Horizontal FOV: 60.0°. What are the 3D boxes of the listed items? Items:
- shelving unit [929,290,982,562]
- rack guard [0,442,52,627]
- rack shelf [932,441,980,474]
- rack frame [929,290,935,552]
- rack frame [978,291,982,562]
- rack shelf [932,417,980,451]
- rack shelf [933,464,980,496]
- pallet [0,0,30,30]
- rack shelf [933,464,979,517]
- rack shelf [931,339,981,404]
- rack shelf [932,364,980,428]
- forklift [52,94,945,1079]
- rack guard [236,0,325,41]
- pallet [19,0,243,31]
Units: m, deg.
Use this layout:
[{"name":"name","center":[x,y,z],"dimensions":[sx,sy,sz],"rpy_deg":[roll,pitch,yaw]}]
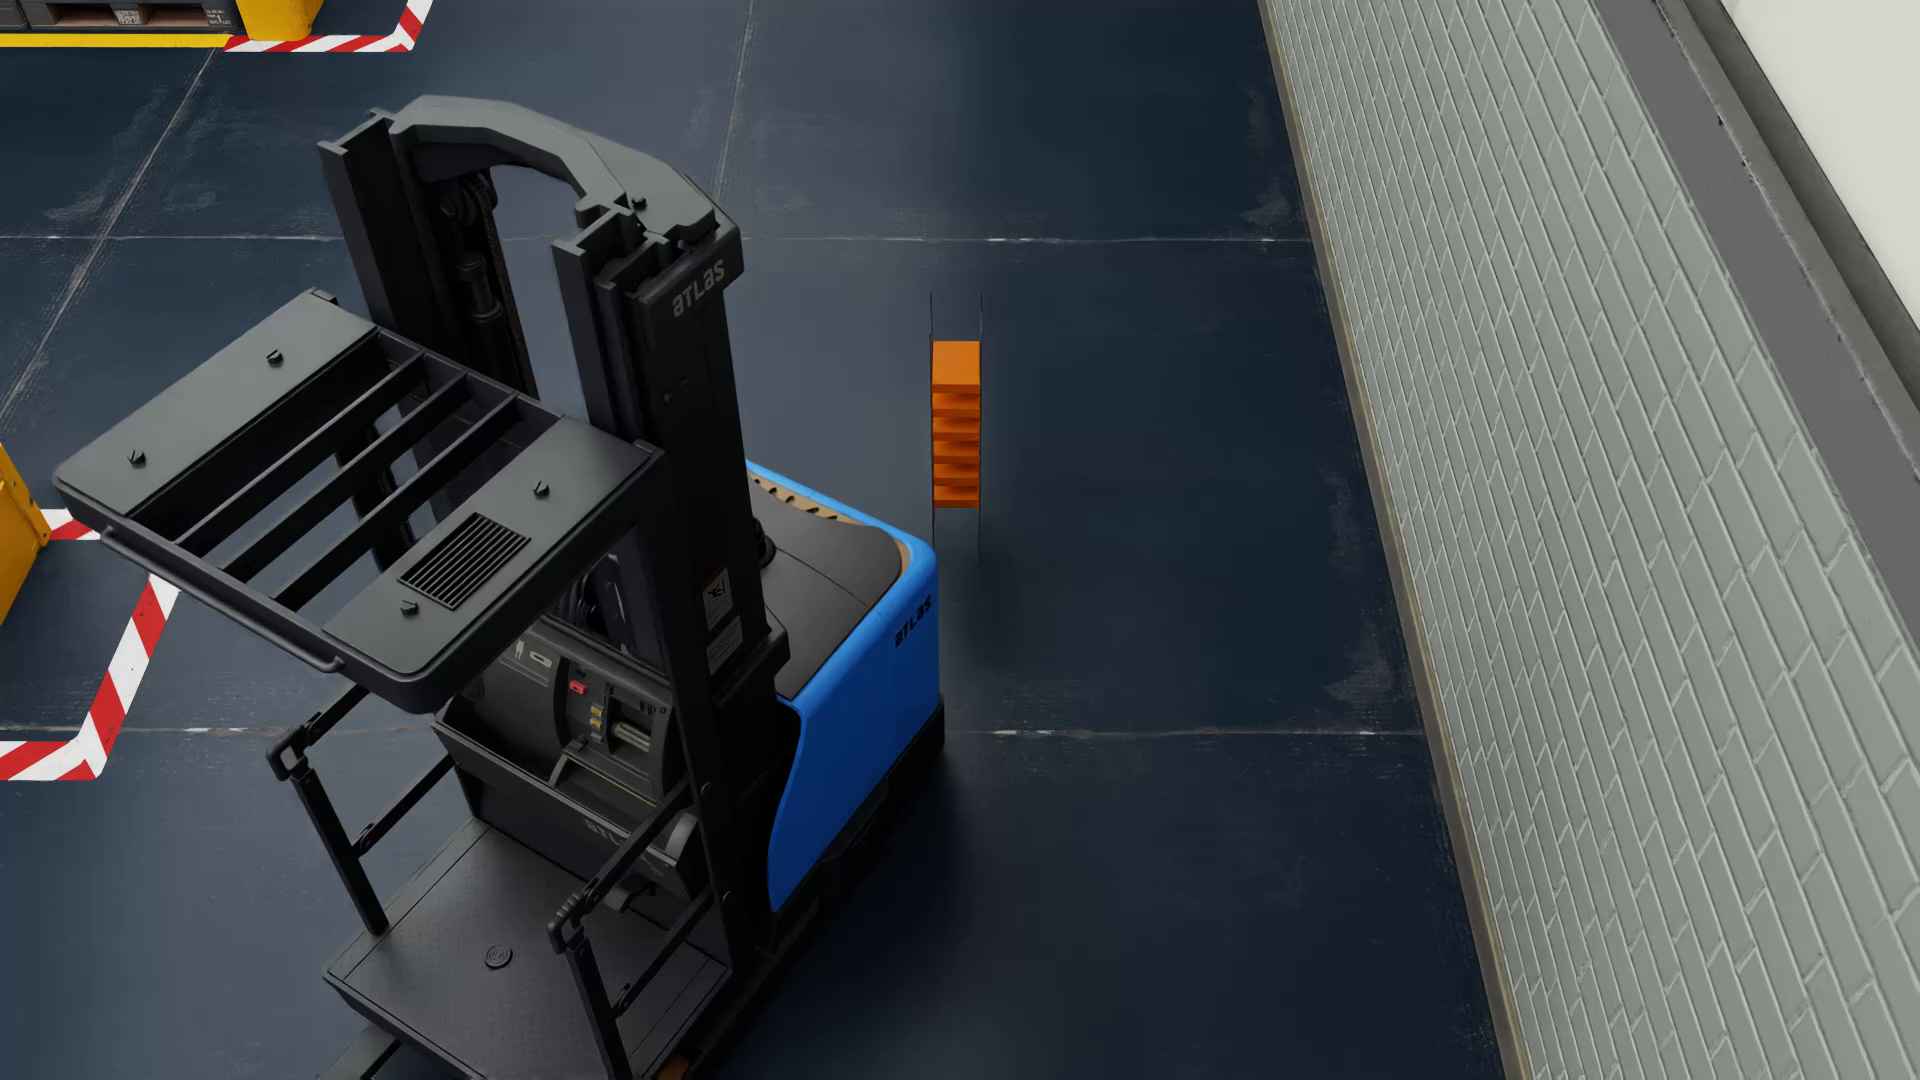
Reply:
[{"name":"shelving unit","center":[-0.014,-0.409,6.392],"dimensions":[0.189,1.200,0.258],"rpy_deg":[0,47,0]},{"name":"rack guard","center":[-3.917,0.193,6.309],"dimensions":[0.348,0.500,1.175],"rpy_deg":[0,47,0]},{"name":"rack shelf","center":[-0.014,-0.379,6.424],"dimensions":[0.180,0.103,0.258],"rpy_deg":[0,47,0]},{"name":"rack frame","center":[-0.106,-0.409,6.392],"dimensions":[0.006,1.200,0.240],"rpy_deg":[0,47,0]},{"name":"rack frame","center":[0.077,-0.409,6.391],"dimensions":[0.006,1.200,0.240],"rpy_deg":[0,47,0]},{"name":"rack shelf","center":[-0.014,-0.460,6.336],"dimensions":[0.180,0.103,0.258],"rpy_deg":[0,47,0]},{"name":"rack shelf","center":[-0.014,-0.297,6.512],"dimensions":[0.180,0.103,0.258],"rpy_deg":[0,47,0]},{"name":"pallet","center":[-5.964,-3.370,9.823],"dimensions":[1.213,0.211,1.003],"rpy_deg":[0,47,0]},{"name":"rack shelf","center":[-0.014,-0.215,6.600],"dimensions":[0.180,0.103,0.258],"rpy_deg":[0,47,0]},{"name":"rack shelf","center":[-0.014,-0.624,6.161],"dimensions":[0.180,0.103,0.258],"rpy_deg":[0,47,0]},{"name":"rack shelf","center":[-0.014,-0.542,6.248],"dimensions":[0.180,0.103,0.258],"rpy_deg":[0,47,0]},{"name":"forklift","center":[-1.261,0.487,4.375],"dimensions":[1.130,2.935,3.031],"rpy_deg":[24,52,21]},{"name":"rack guard","center":[-3.898,-3.442,9.693],"dimensions":[0.348,0.500,1.175],"rpy_deg":[0,47,0]},{"name":"pallet","center":[-4.747,-3.364,9.818],"dimensions":[1.213,0.211,1.003],"rpy_deg":[0,47,0]}]
